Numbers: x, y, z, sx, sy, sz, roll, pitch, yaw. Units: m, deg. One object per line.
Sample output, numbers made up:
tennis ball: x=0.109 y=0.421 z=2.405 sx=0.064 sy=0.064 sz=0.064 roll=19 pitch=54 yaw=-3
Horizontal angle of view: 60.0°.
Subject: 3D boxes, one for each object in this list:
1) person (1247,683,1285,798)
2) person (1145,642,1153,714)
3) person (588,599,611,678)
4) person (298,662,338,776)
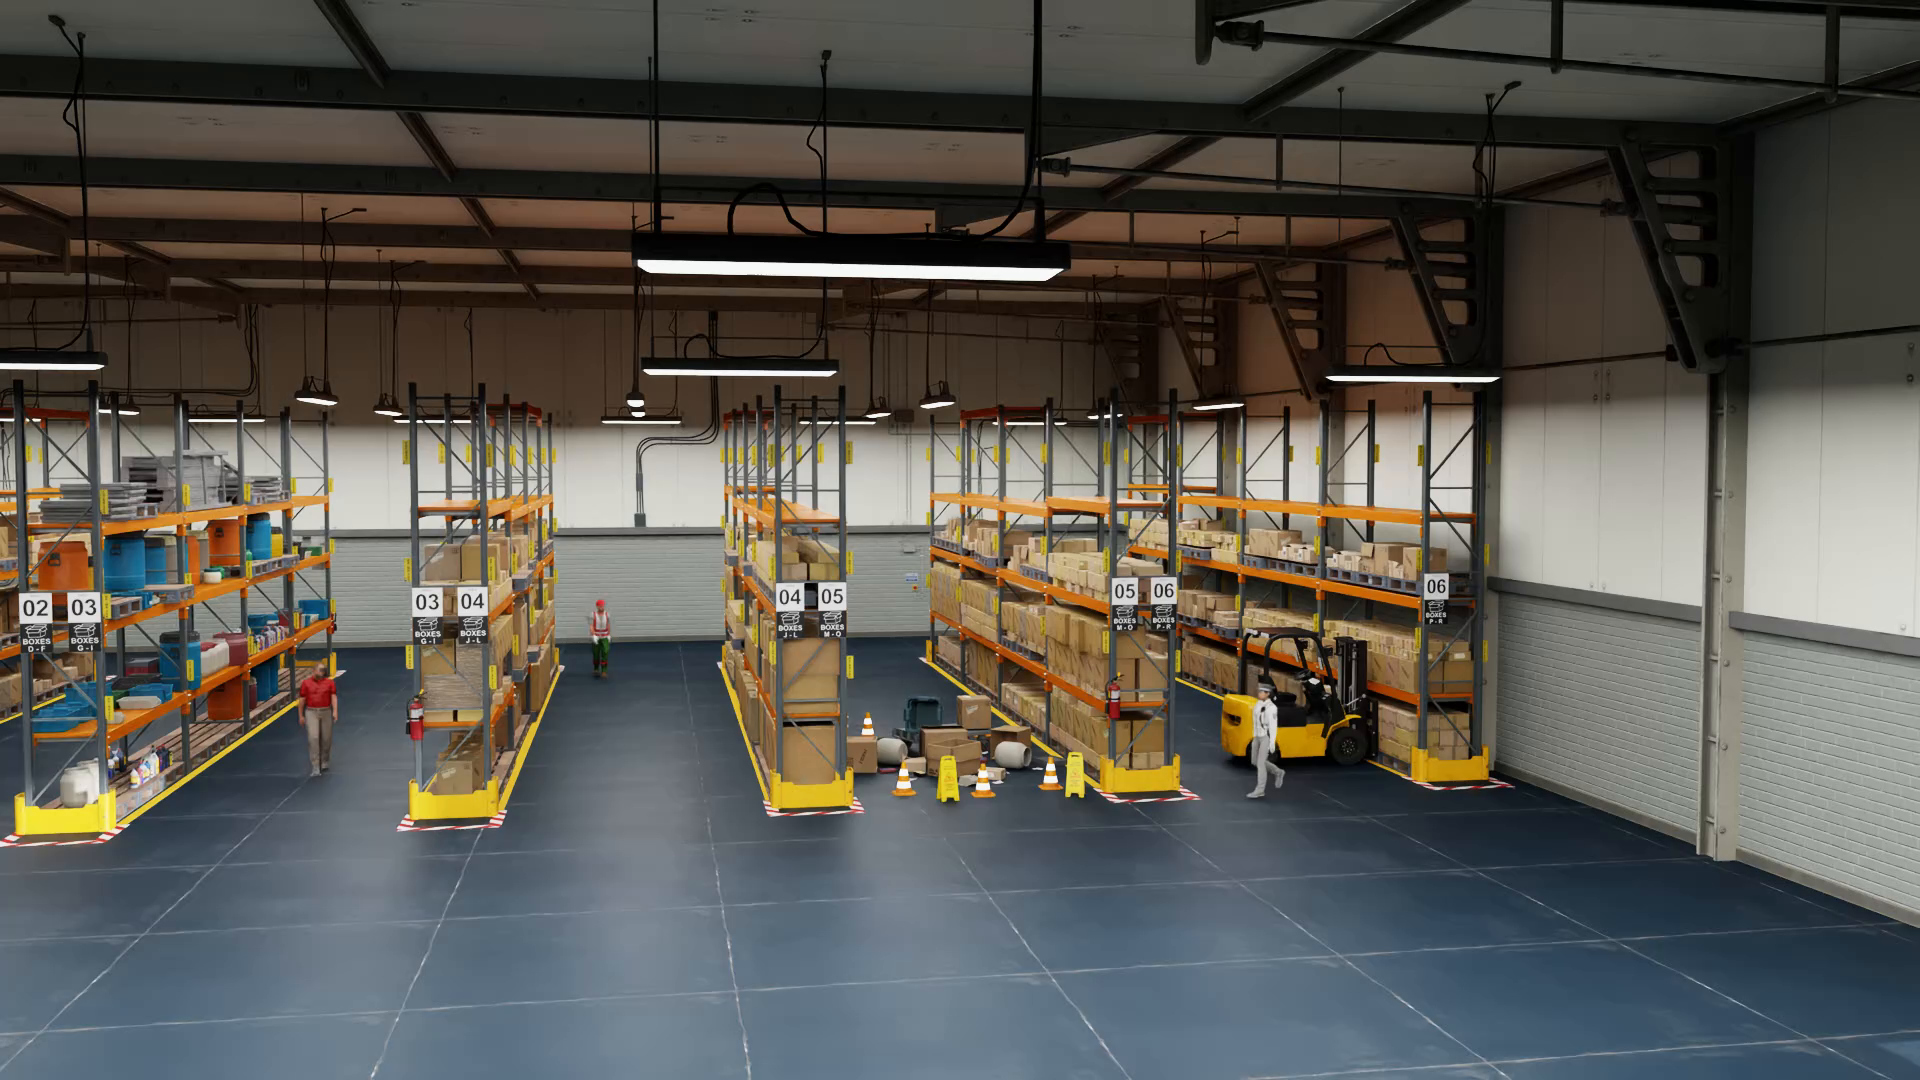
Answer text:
person: x=4.497 y=2.920 z=24.467 sx=0.729 sy=1.663 sz=0.509 roll=-1 pitch=3 yaw=-23
person: x=3.482 y=2.673 z=31.286 sx=0.523 sy=1.498 sz=0.755 roll=0 pitch=3 yaw=-8
person: x=-8.136 y=2.213 z=37.639 sx=0.522 sy=1.736 sz=0.962 roll=-1 pitch=3 yaw=-22
person: x=-10.163 y=2.824 z=26.422 sx=0.566 sy=1.732 sz=0.646 roll=-2 pitch=4 yaw=-35
